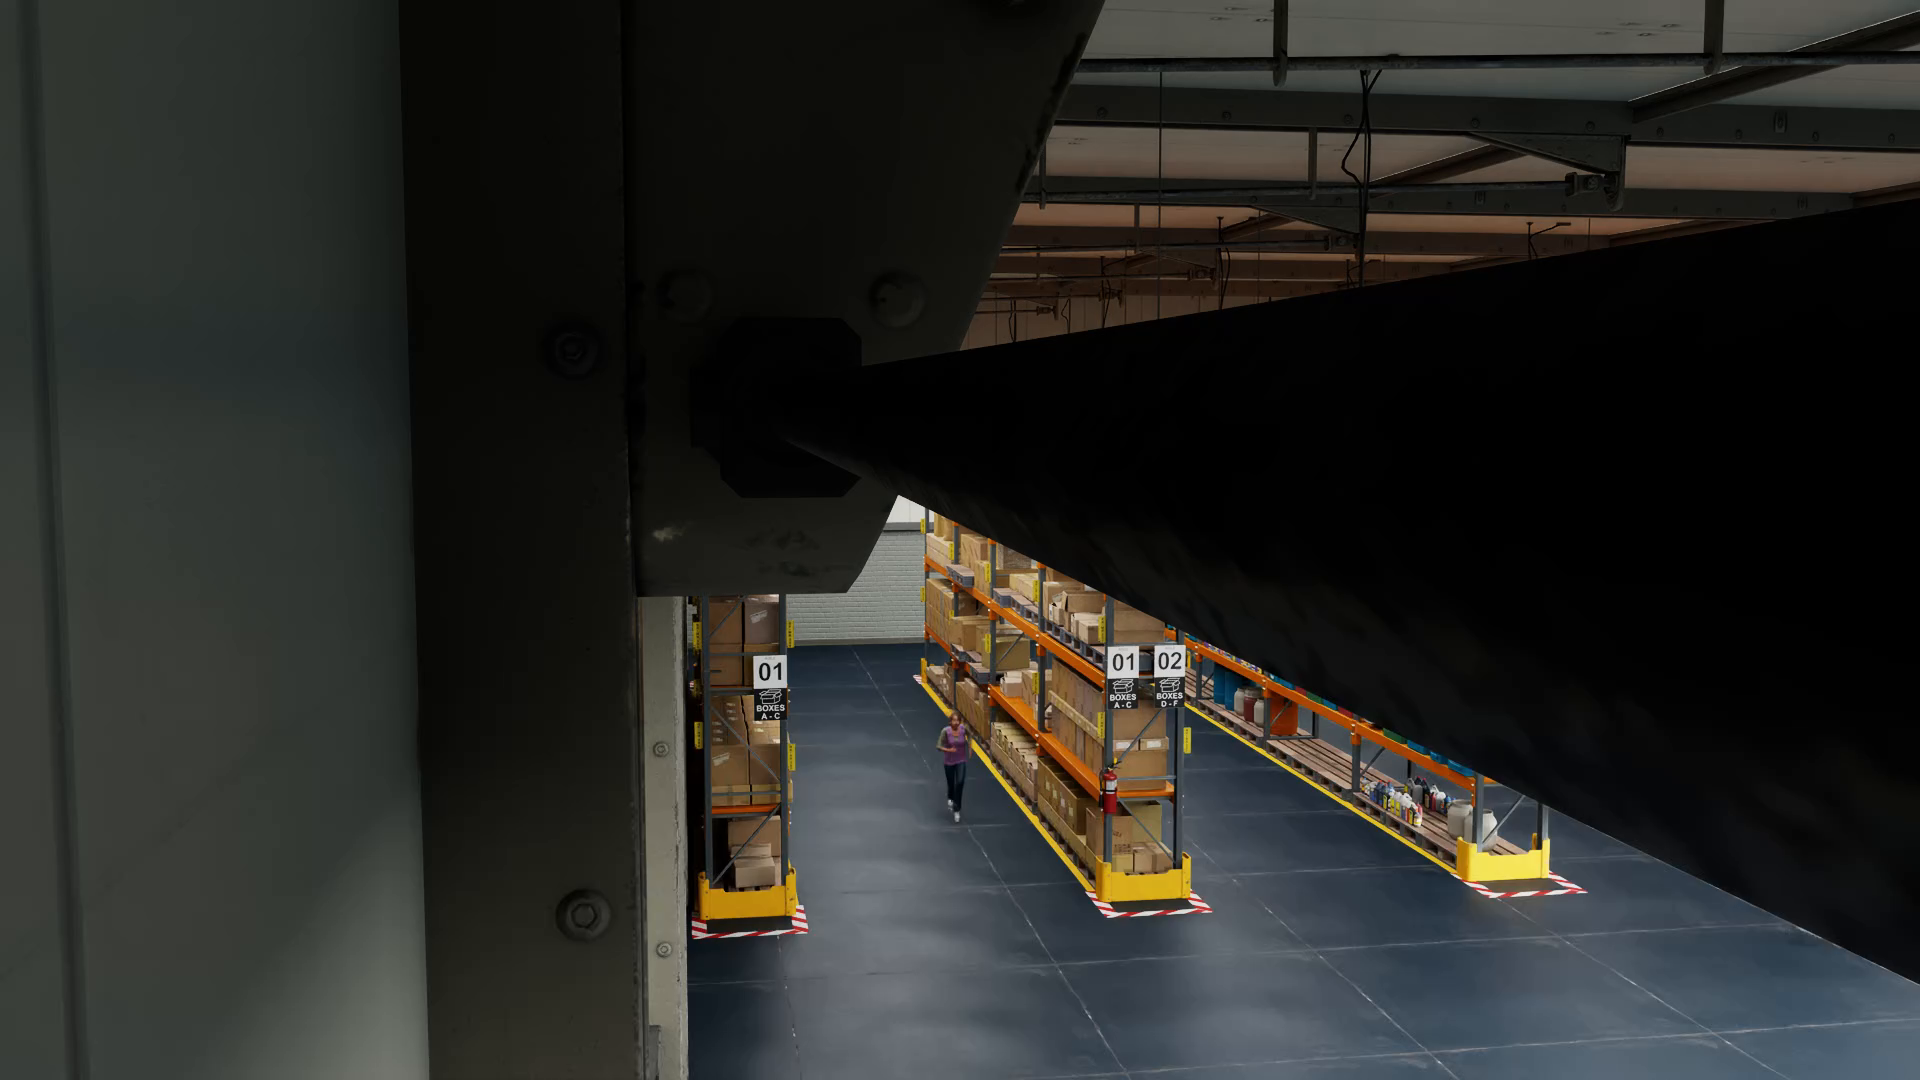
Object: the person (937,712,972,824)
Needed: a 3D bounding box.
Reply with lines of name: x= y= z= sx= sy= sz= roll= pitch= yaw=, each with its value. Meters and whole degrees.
person: x=-0.086 y=3.352 z=24.861 sx=0.562 sy=1.625 sz=0.848 roll=-1 pitch=5 yaw=-9
